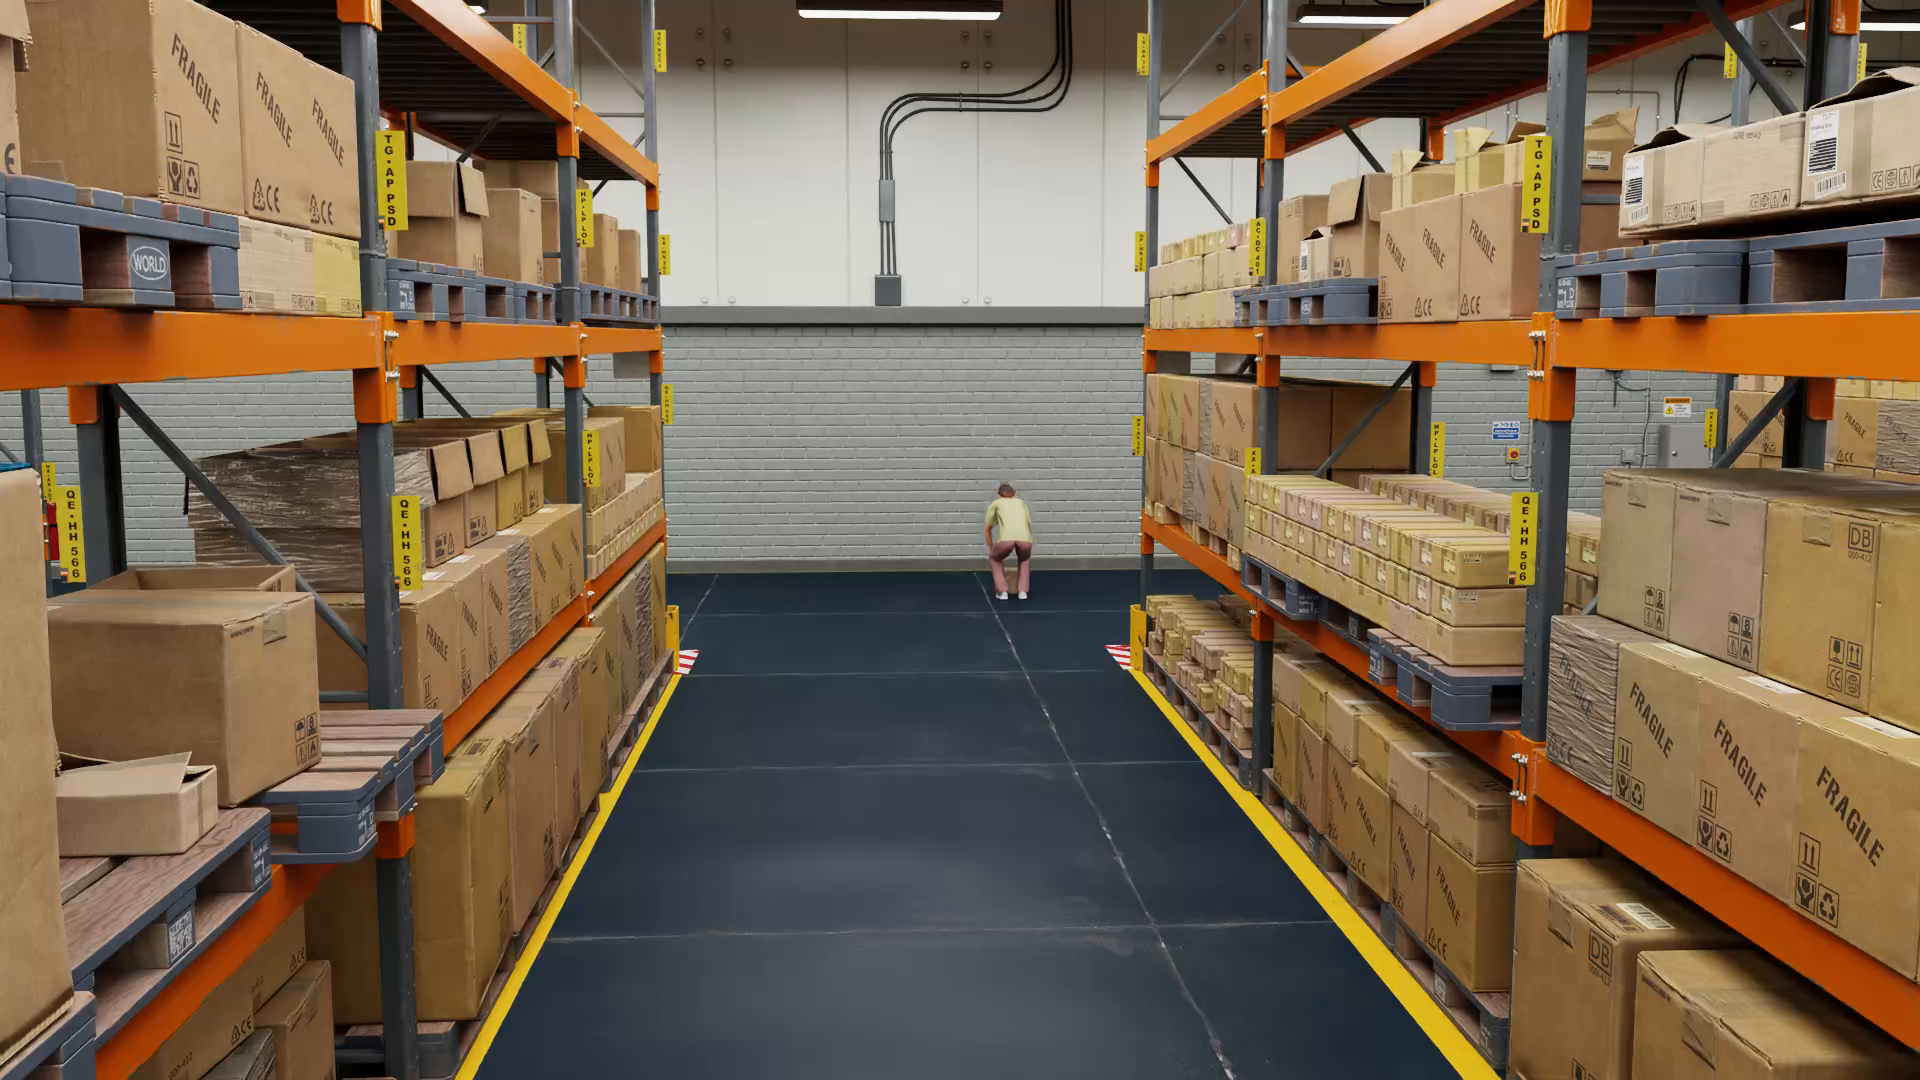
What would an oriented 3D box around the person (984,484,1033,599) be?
[{"bbox_3d":[0.514,0.023,17.607,0.506,1.187,0.730,0,7,-4],"label":"person"}]
